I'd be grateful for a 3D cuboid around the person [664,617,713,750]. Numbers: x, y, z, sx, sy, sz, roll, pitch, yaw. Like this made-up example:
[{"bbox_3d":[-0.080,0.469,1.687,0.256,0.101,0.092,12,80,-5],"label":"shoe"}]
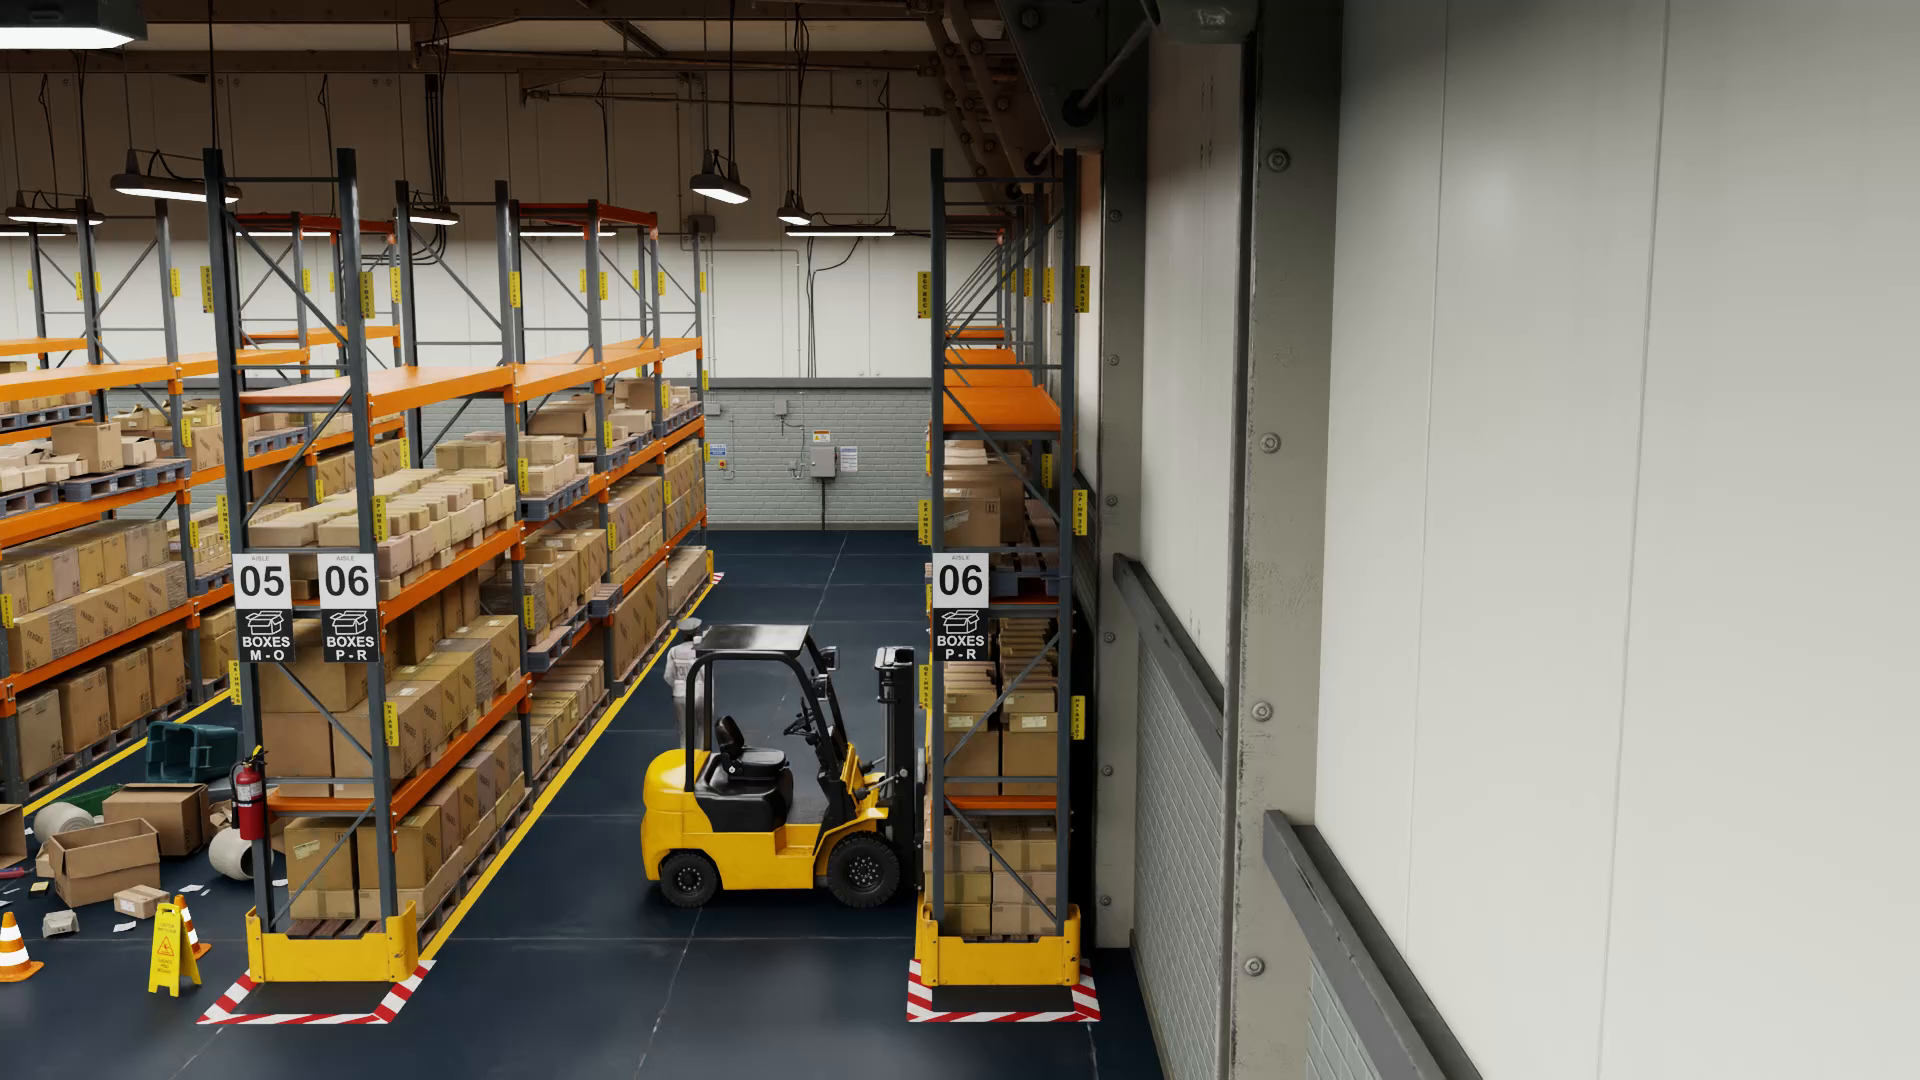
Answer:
[{"bbox_3d":[-2.786,1.669,17.103,0.533,1.696,0.710,0,9,-2],"label":"person"}]
